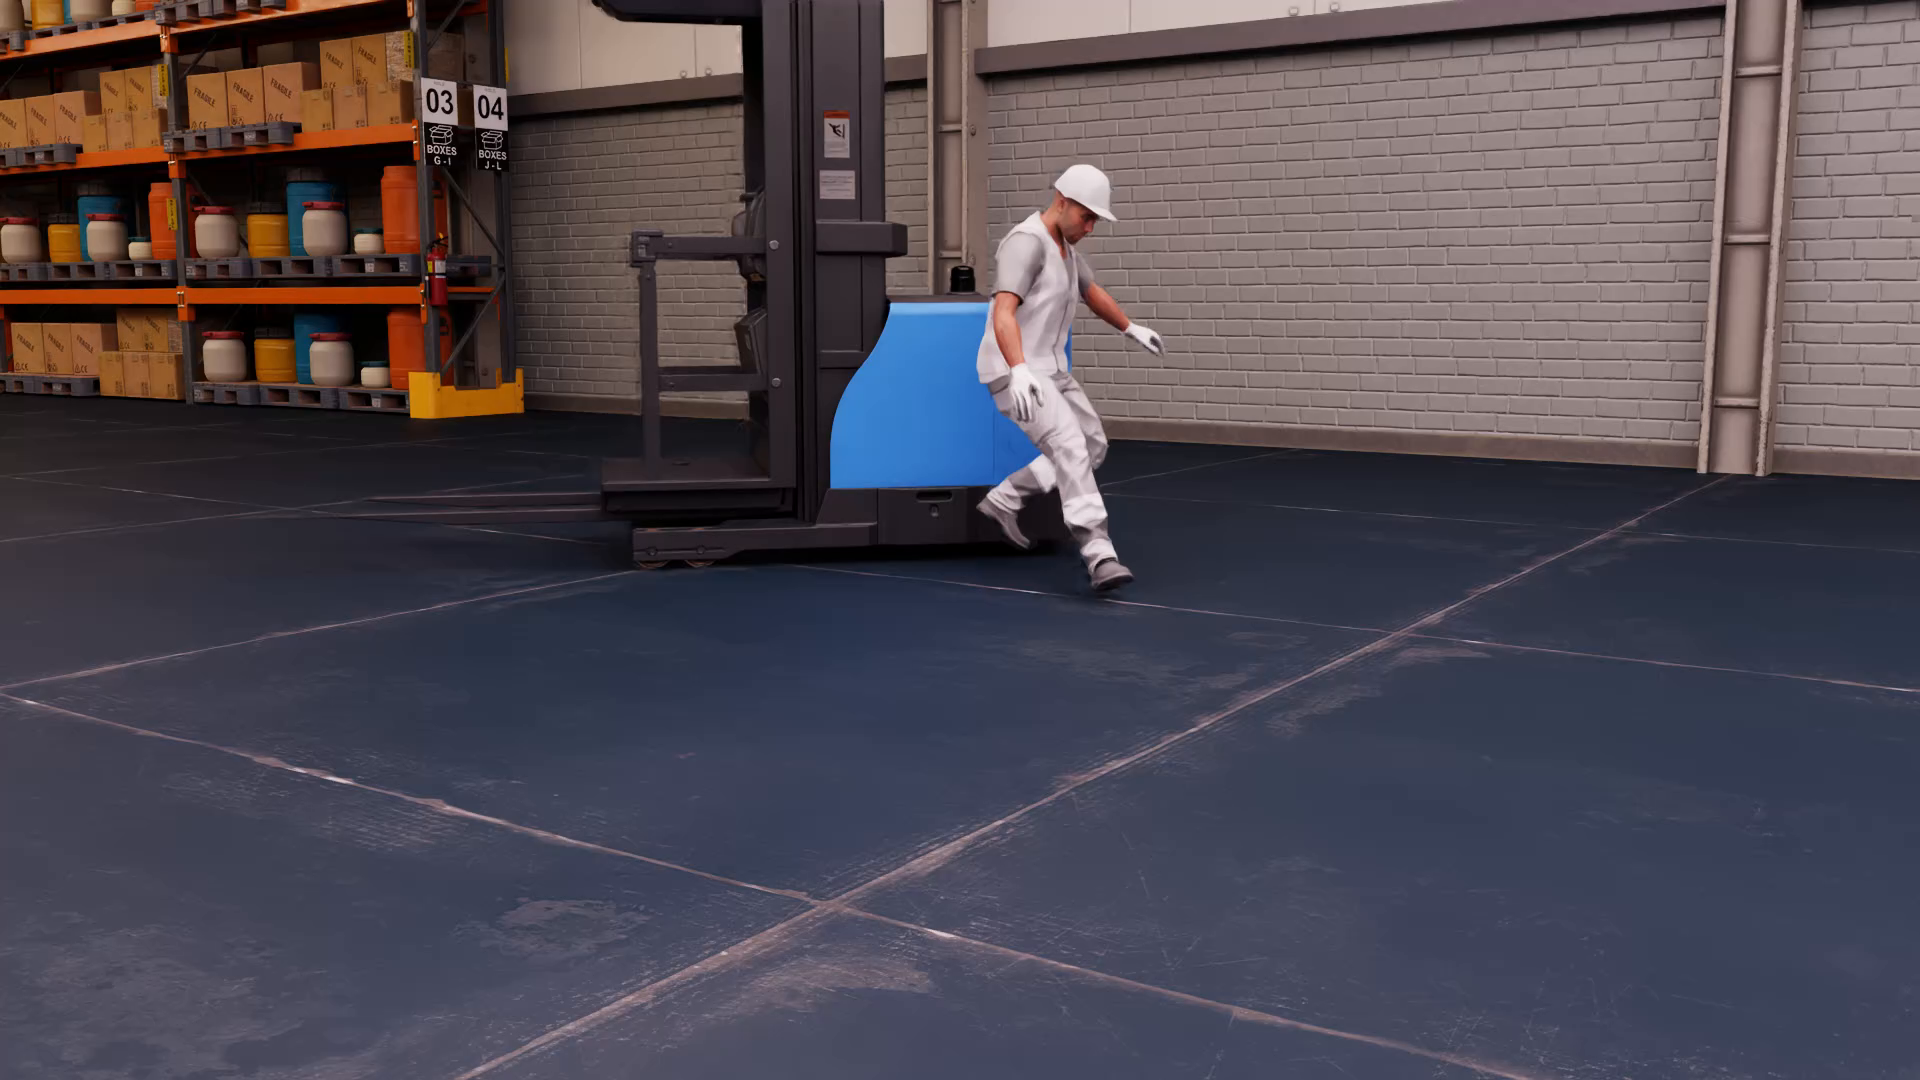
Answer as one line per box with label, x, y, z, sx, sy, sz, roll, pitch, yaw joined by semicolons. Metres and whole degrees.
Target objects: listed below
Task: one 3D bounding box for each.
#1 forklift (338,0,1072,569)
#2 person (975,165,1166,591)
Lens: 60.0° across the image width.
forklift;-1.082;-1.413;7.129;3.031;2.935;1.130;-2;8;-11
person;0.455;-0.654;6.503;0.924;1.578;1.158;4;9;28
